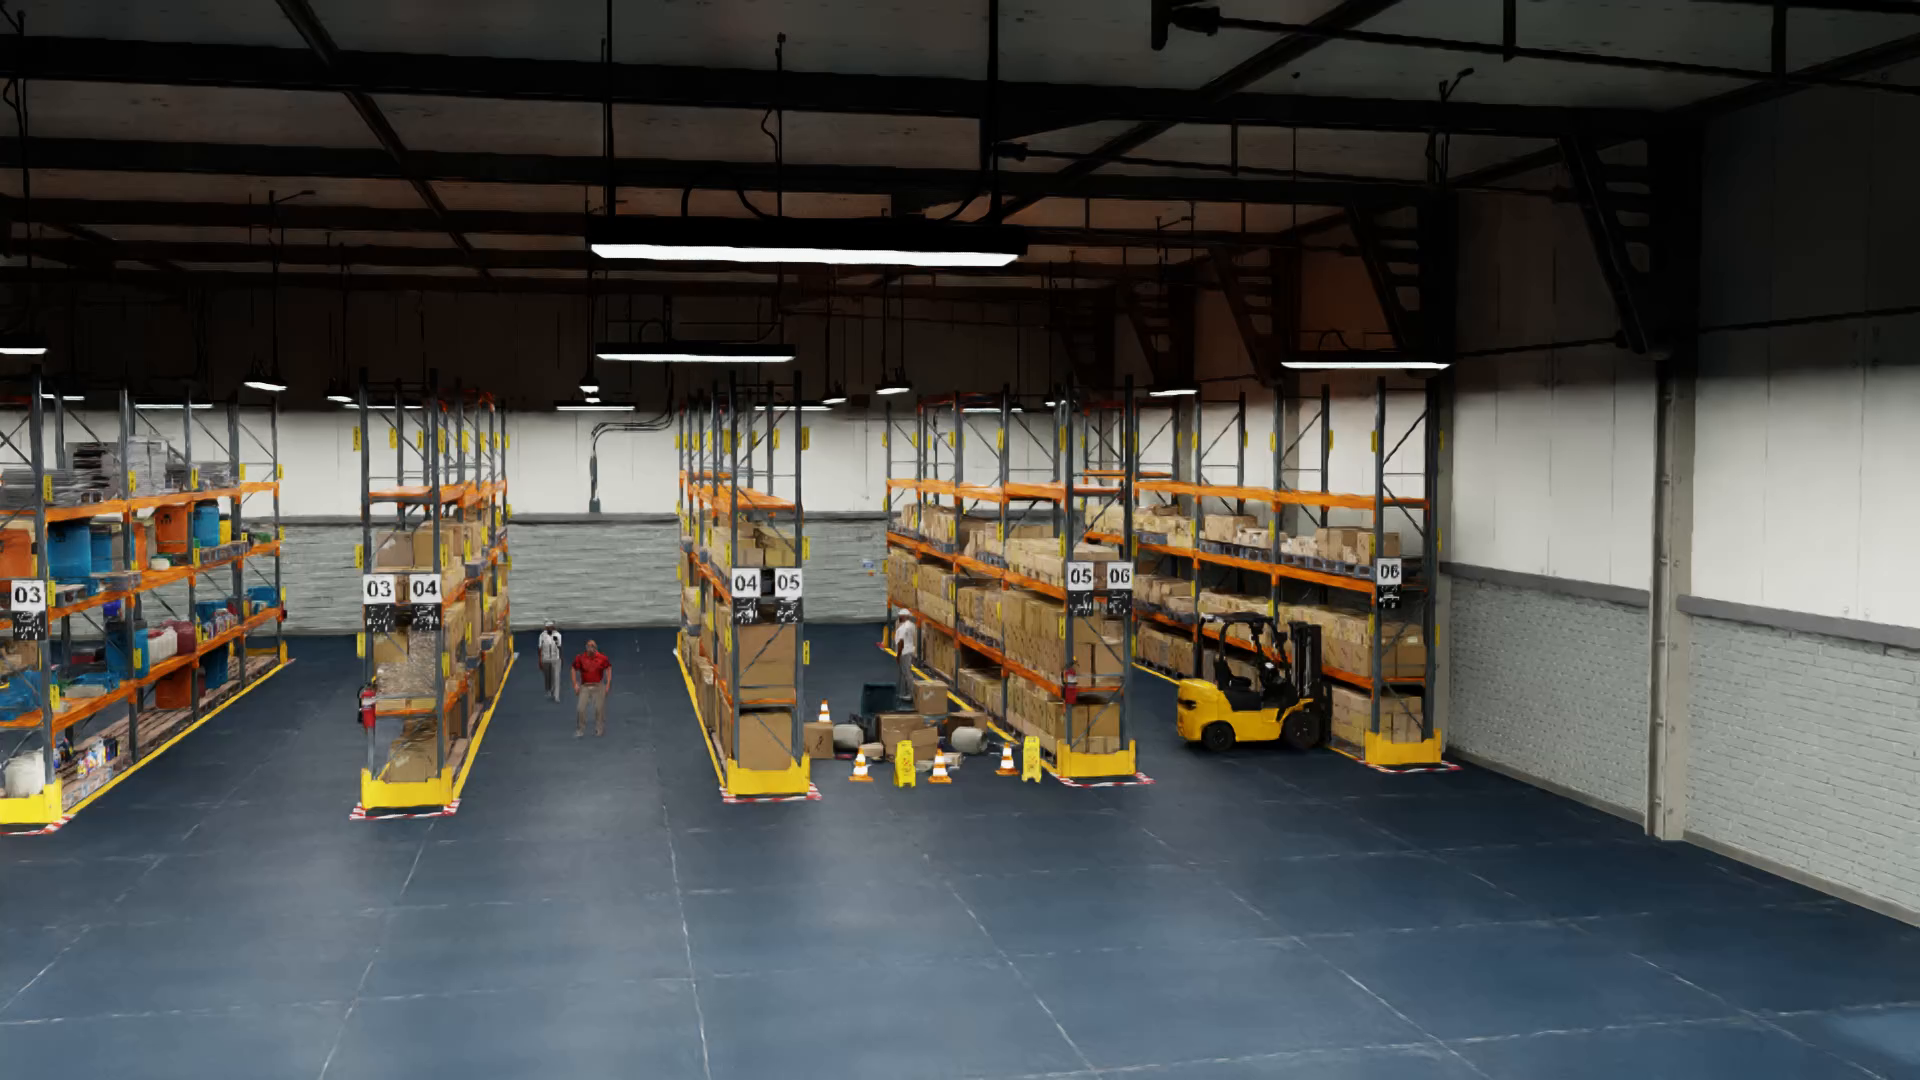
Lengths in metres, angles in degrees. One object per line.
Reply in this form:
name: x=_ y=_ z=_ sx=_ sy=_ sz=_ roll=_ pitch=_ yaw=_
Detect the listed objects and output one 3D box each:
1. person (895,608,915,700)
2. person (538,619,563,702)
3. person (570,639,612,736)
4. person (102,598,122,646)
person: x=-1.099 y=2.189 z=32.232 sx=0.587 sy=1.763 sz=0.677 roll=1 pitch=3 yaw=11
person: x=-7.862 y=2.286 z=31.909 sx=0.457 sy=1.586 sz=1.075 roll=-1 pitch=3 yaw=-10
person: x=-6.240 y=2.494 z=28.148 sx=0.682 sy=1.676 sz=0.535 roll=-1 pitch=3 yaw=-13
person: x=-19.907 y=1.873 z=39.056 sx=0.463 sy=1.596 sz=0.998 roll=-1 pitch=3 yaw=-13
